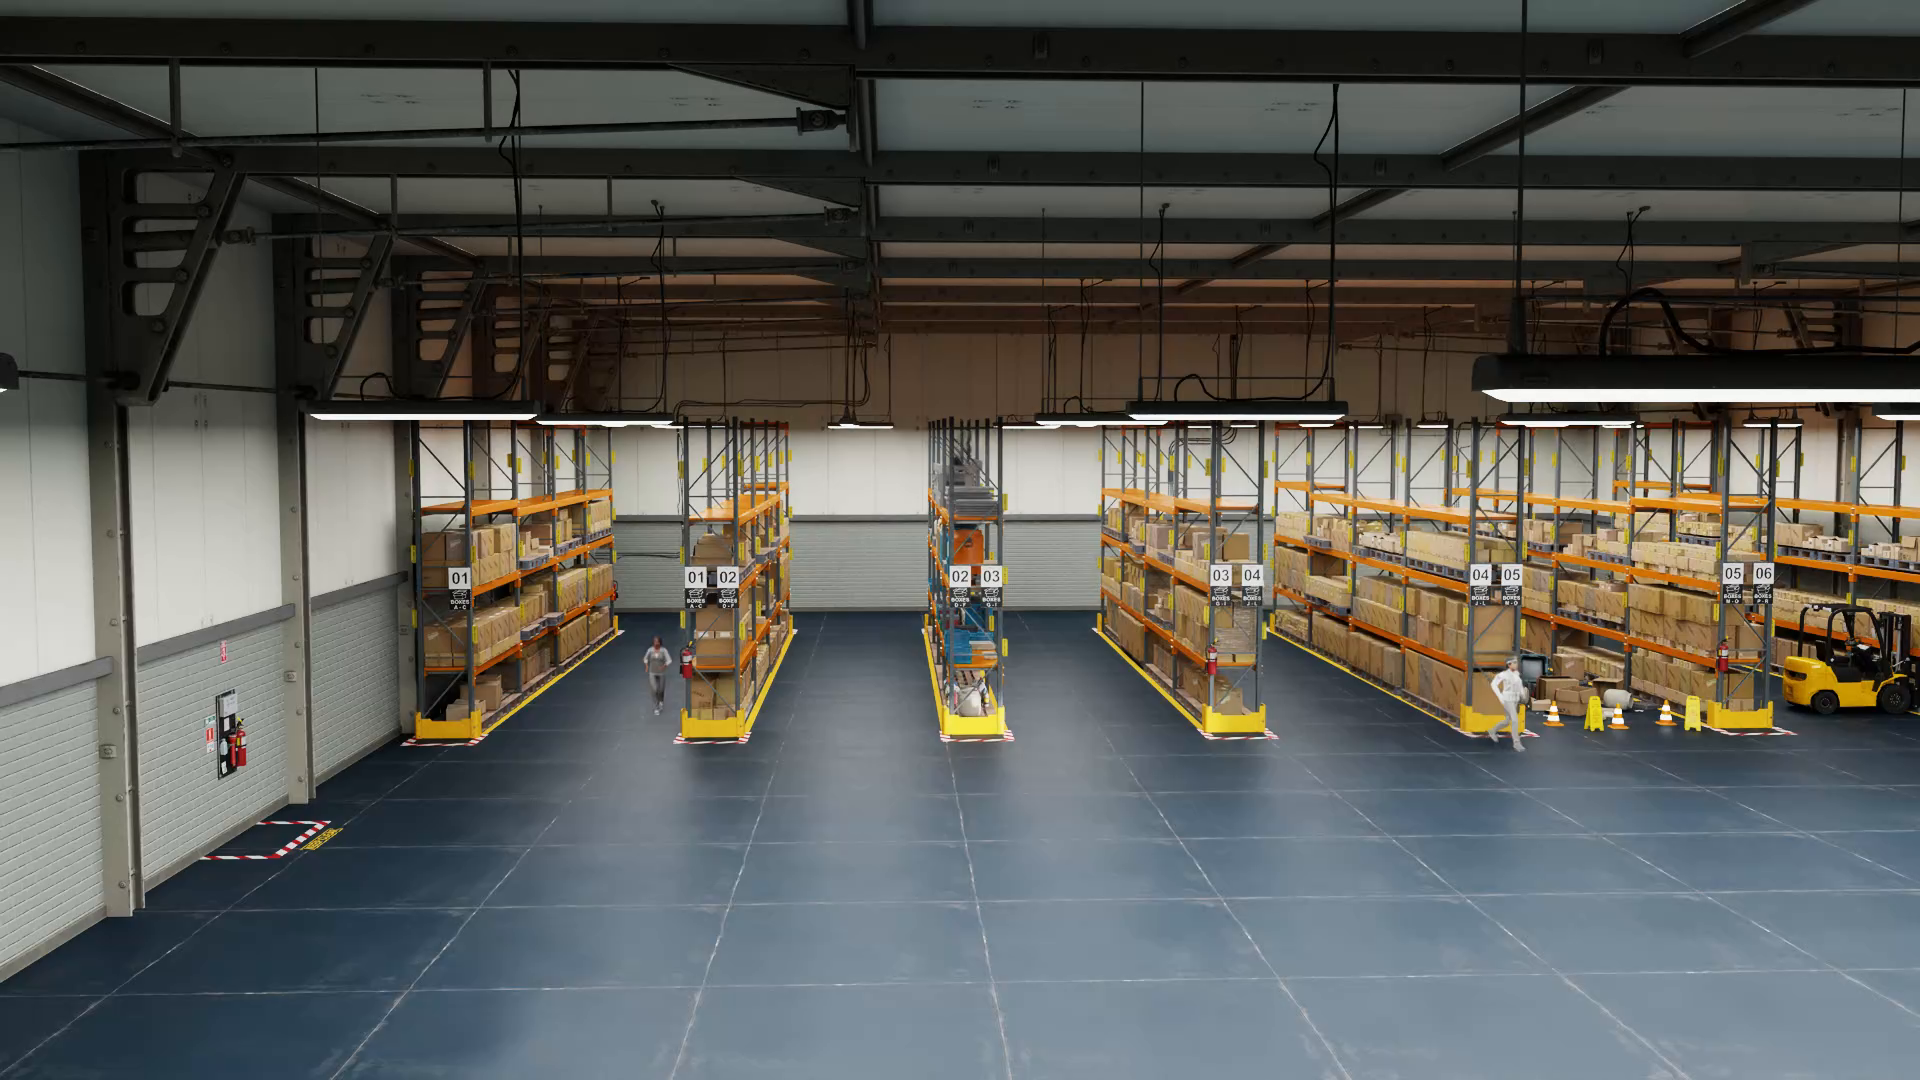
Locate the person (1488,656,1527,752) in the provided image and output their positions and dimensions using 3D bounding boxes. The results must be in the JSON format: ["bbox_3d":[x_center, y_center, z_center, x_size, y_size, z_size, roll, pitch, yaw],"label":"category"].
[{"bbox_3d":[9.930,2.931,30.042,0.631,1.715,0.835,-3,5,-36],"label":"person"}]

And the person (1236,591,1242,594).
[{"bbox_3d":[8.286,1.769,48.657,0.709,1.590,0.689,-3,5,-41],"label":"person"}]

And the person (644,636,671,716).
[{"bbox_3d":[-6.130,2.731,33.692,0.558,1.584,0.723,-1,4,-9],"label":"person"}]
